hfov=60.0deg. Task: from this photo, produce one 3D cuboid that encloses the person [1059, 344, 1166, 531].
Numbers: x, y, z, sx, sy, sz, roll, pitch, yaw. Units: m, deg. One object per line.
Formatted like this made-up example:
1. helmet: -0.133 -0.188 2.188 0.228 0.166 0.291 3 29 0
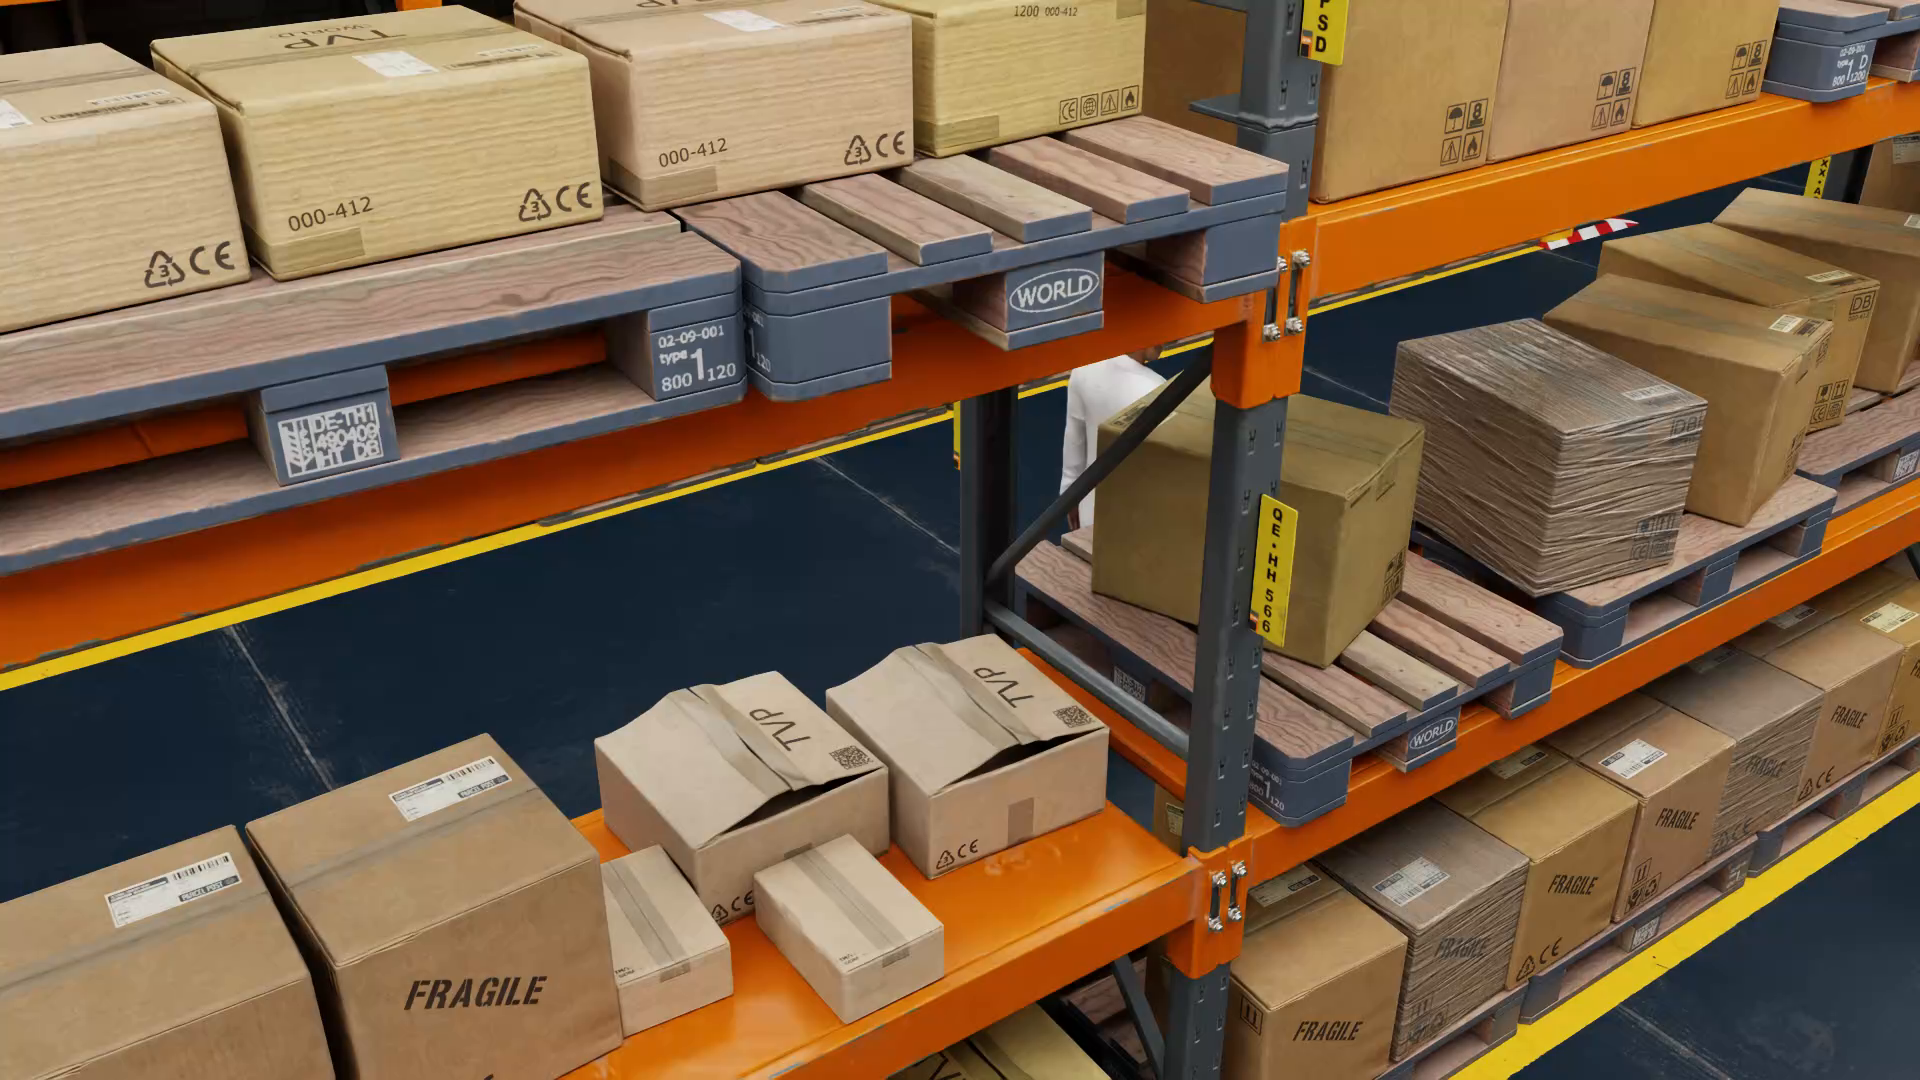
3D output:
1. person: 0.713 -0.076 6.272 0.524 1.800 0.656 -15 32 -26
